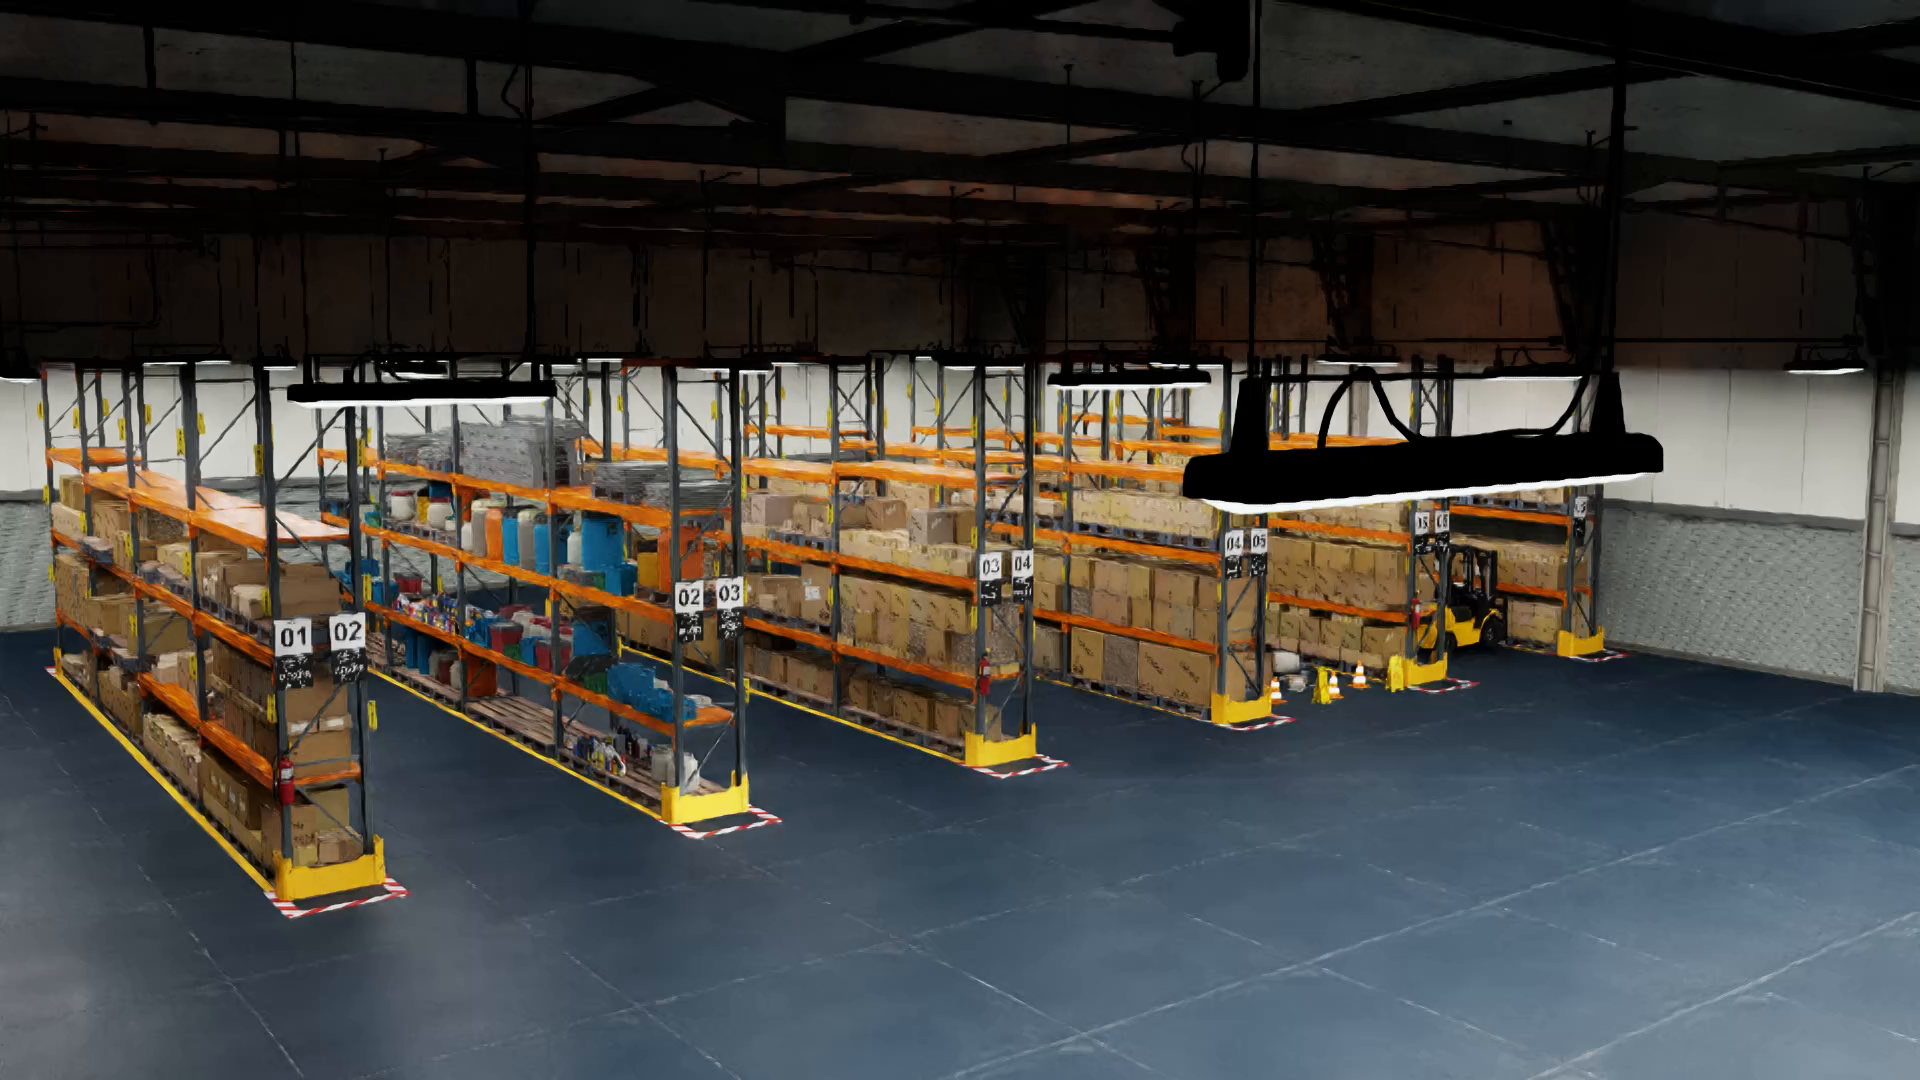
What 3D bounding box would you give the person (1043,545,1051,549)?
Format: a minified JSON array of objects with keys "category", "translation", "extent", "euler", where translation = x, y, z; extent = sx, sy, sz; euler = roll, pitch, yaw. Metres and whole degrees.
[{"category":"person","translation":[1.891,1.082,37.055],"extent":[0.647,1.581,0.691],"euler":[-2,7,-14]}]
